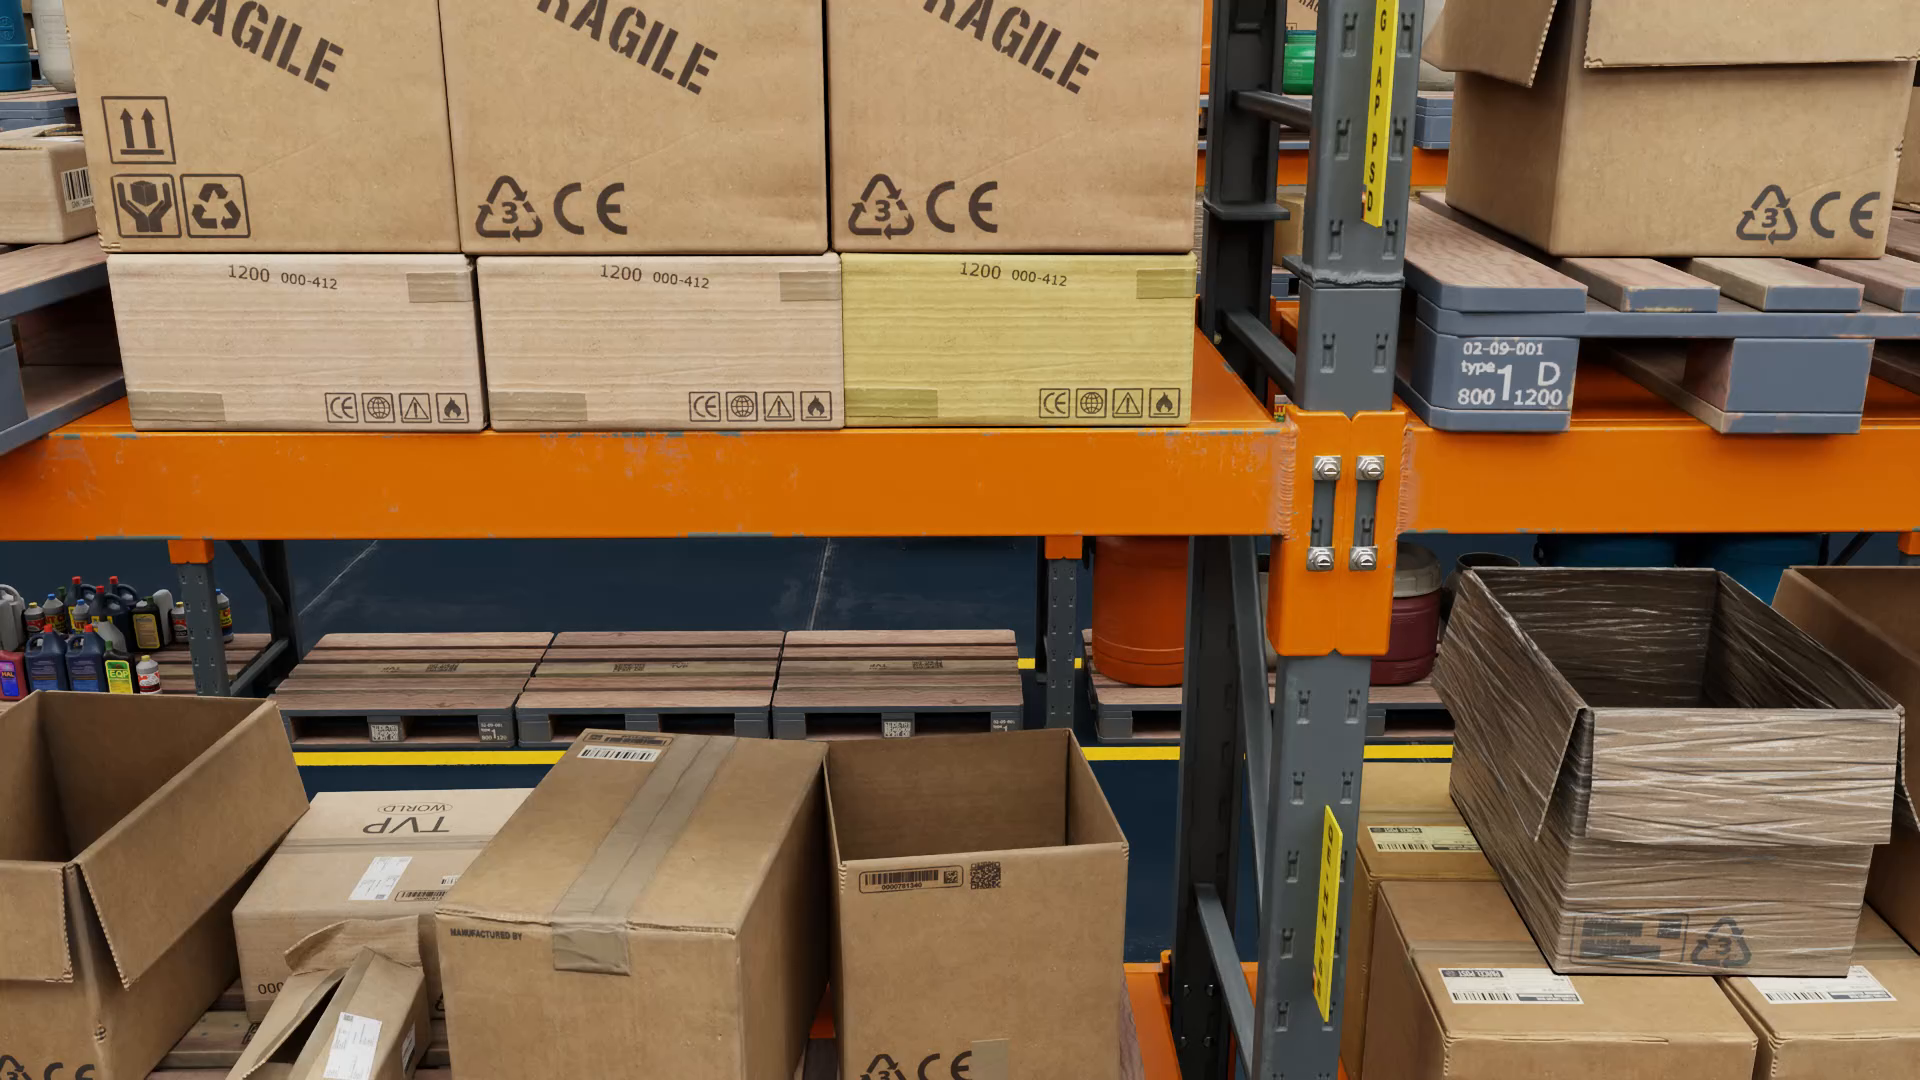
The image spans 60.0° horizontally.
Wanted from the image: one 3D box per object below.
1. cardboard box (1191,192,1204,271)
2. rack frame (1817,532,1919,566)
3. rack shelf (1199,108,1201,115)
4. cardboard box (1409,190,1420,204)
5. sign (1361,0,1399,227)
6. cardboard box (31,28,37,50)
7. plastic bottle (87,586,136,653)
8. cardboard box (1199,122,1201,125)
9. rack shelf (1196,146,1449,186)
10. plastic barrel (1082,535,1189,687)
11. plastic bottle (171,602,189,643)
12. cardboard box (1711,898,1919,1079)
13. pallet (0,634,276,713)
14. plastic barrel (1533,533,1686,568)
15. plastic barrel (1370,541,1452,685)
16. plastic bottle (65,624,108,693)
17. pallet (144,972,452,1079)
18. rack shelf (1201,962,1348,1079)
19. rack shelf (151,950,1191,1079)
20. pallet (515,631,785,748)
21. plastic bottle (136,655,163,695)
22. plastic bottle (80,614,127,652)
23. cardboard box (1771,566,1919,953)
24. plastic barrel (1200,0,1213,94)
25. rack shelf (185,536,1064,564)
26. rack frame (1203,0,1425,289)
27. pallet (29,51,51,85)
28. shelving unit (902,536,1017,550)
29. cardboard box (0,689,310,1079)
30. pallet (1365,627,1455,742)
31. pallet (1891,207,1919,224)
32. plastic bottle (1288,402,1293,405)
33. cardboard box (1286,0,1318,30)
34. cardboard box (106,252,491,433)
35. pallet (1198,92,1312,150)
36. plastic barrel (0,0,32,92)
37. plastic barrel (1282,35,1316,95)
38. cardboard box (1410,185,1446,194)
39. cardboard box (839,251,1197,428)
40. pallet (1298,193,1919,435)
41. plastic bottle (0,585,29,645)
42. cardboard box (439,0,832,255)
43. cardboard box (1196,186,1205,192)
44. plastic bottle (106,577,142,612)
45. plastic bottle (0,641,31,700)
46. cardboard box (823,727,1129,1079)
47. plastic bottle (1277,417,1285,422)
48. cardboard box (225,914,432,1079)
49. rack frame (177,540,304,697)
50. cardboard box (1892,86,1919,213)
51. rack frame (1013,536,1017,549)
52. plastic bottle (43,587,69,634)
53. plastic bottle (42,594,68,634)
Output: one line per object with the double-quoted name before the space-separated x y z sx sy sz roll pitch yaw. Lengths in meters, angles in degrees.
"cardboard box" 1.941 -2.331 12.553 0.500 0.500 0.700 3 18 10
"rack frame" 4.470 -0.607 8.028 0.127 3.000 1.000 0 18 -1
"rack shelf" 2.395 -3.196 12.366 4.000 0.370 1.077 0 18 -1
"cardboard box" 3.231 -2.410 12.800 0.500 0.500 0.700 3 18 8
"sign" 0.555 -0.583 2.198 0.005 0.325 0.100 0 18 -1
"cardboard box" -6.424 -3.589 11.908 0.250 0.149 0.380 0 18 -1
"plastic bottle" -4.341 0.405 8.491 0.185 0.351 0.144 0 18 -1
"cardboard box" 2.303 -4.256 17.493 0.500 0.250 0.500 -1 18 -2
"rack shelf" 2.470 -1.683 7.650 4.000 0.370 1.077 0 18 -1
"plastic barrel" 0.959 0.238 8.259 0.708 0.830 0.600 0 18 -1
"plastic bottle" -4.058 0.424 8.678 0.097 0.201 0.097 0 18 0
"cardboard box" 1.554 0.955 2.995 0.500 0.500 0.500 -1 18 -2
"pallet" -4.202 0.750 8.363 1.213 0.211 1.003 0 18 -1
"plastic barrel" 3.217 0.193 8.282 0.708 0.901 0.600 0 18 -1
"plastic barrel" 2.088 0.348 8.313 0.708 0.588 0.600 0 18 -1
"plastic bottle" -4.169 0.575 7.961 0.185 0.351 0.144 -1 18 -2
"pallet" -1.430 1.039 3.213 1.213 0.211 1.003 0 18 -1
"rack shelf" 2.548 1.258 3.392 4.000 0.370 1.077 0 18 -1
"rack shelf" -1.451 1.278 3.332 4.000 0.370 1.077 0 18 -1
"pallet" -1.522 0.737 8.404 1.213 0.211 1.003 0 18 -1
"plastic bottle" -3.887 0.652 7.966 0.097 0.201 0.097 0 18 0
"plastic bottle" -4.171 0.531 8.098 0.185 0.351 0.144 0 18 -1
"cardboard box" 1.931 0.399 3.087 0.637 0.503 0.797 0 18 0
"plastic barrel" 1.038 -2.422 7.386 0.708 0.830 0.600 0 18 -1
"rack shelf" -1.530 -0.235 8.048 4.000 0.370 1.077 0 18 -1
"rack frame" 0.548 -1.931 2.336 0.127 3.000 1.000 0 18 -1
"pallet" -6.896 -3.443 12.105 1.213 0.211 1.003 0 18 -1
"shelving unit" -0.007 -0.714 10.818 0.755 1.500 0.431 0 18 -1
"cardboard box" -1.719 0.659 3.226 0.637 0.503 0.797 2 18 5
"pallet" 2.475 0.719 8.461 1.213 0.211 1.003 0 18 -1
"pallet" 2.309 -0.439 2.903 1.213 0.211 1.003 1 18 2
"plastic bottle" 1.701 -0.623 8.406 0.097 0.201 0.097 0 18 0
"cardboard box" 2.557 -3.856 12.231 0.600 0.600 0.600 -1 18 -3
"cardboard box" -0.921 -0.346 2.551 0.500 0.250 0.500 0 18 1
"pallet" 1.236 -1.900 7.457 1.213 0.211 1.003 0 18 -1
"plastic barrel" -4.526 -2.463 7.396 0.708 0.901 0.600 0 18 -1
"plastic barrel" 1.533 -2.077 7.266 0.294 0.245 0.294 0 18 0
"cardboard box" 4.856 -3.773 17.407 0.700 0.700 0.980 0 18 0
"cardboard box" 0.077 -0.354 2.576 0.500 0.250 0.500 0 18 -1
"pallet" 1.191 -0.432 2.883 1.003 0.211 1.213 1 18 2
"plastic bottle" -4.957 0.364 8.619 0.185 0.351 0.144 0 18 -1
"cardboard box" -0.437 -0.704 2.439 0.500 0.500 0.500 0 18 -1
"cardboard box" 2.344 -3.743 17.121 0.500 0.500 0.500 0 18 1
"plastic bottle" -4.343 0.361 8.628 0.185 0.351 0.144 0 18 1
"plastic bottle" -4.523 0.621 7.926 0.133 0.283 0.061 1 18 3
"cardboard box" 0.009 0.693 3.127 0.500 0.500 0.500 -2 18 -8
"plastic bottle" 1.505 -0.424 7.650 0.133 0.283 0.061 0 18 -1
"cardboard box" -1.115 0.880 2.927 0.258 0.266 0.396 -1 18 -2
"rack frame" -3.529 -0.568 7.908 0.127 3.000 1.000 0 18 -1
"cardboard box" 2.019 -0.807 2.889 0.500 0.500 0.500 1 18 2
"rack frame" 0.359 -0.716 10.824 0.023 1.500 0.400 0 18 -1
"plastic bottle" -4.698 0.382 8.673 0.133 0.283 0.061 1 18 2
"plastic bottle" -4.678 0.412 8.600 0.097 0.271 0.097 0 18 0
